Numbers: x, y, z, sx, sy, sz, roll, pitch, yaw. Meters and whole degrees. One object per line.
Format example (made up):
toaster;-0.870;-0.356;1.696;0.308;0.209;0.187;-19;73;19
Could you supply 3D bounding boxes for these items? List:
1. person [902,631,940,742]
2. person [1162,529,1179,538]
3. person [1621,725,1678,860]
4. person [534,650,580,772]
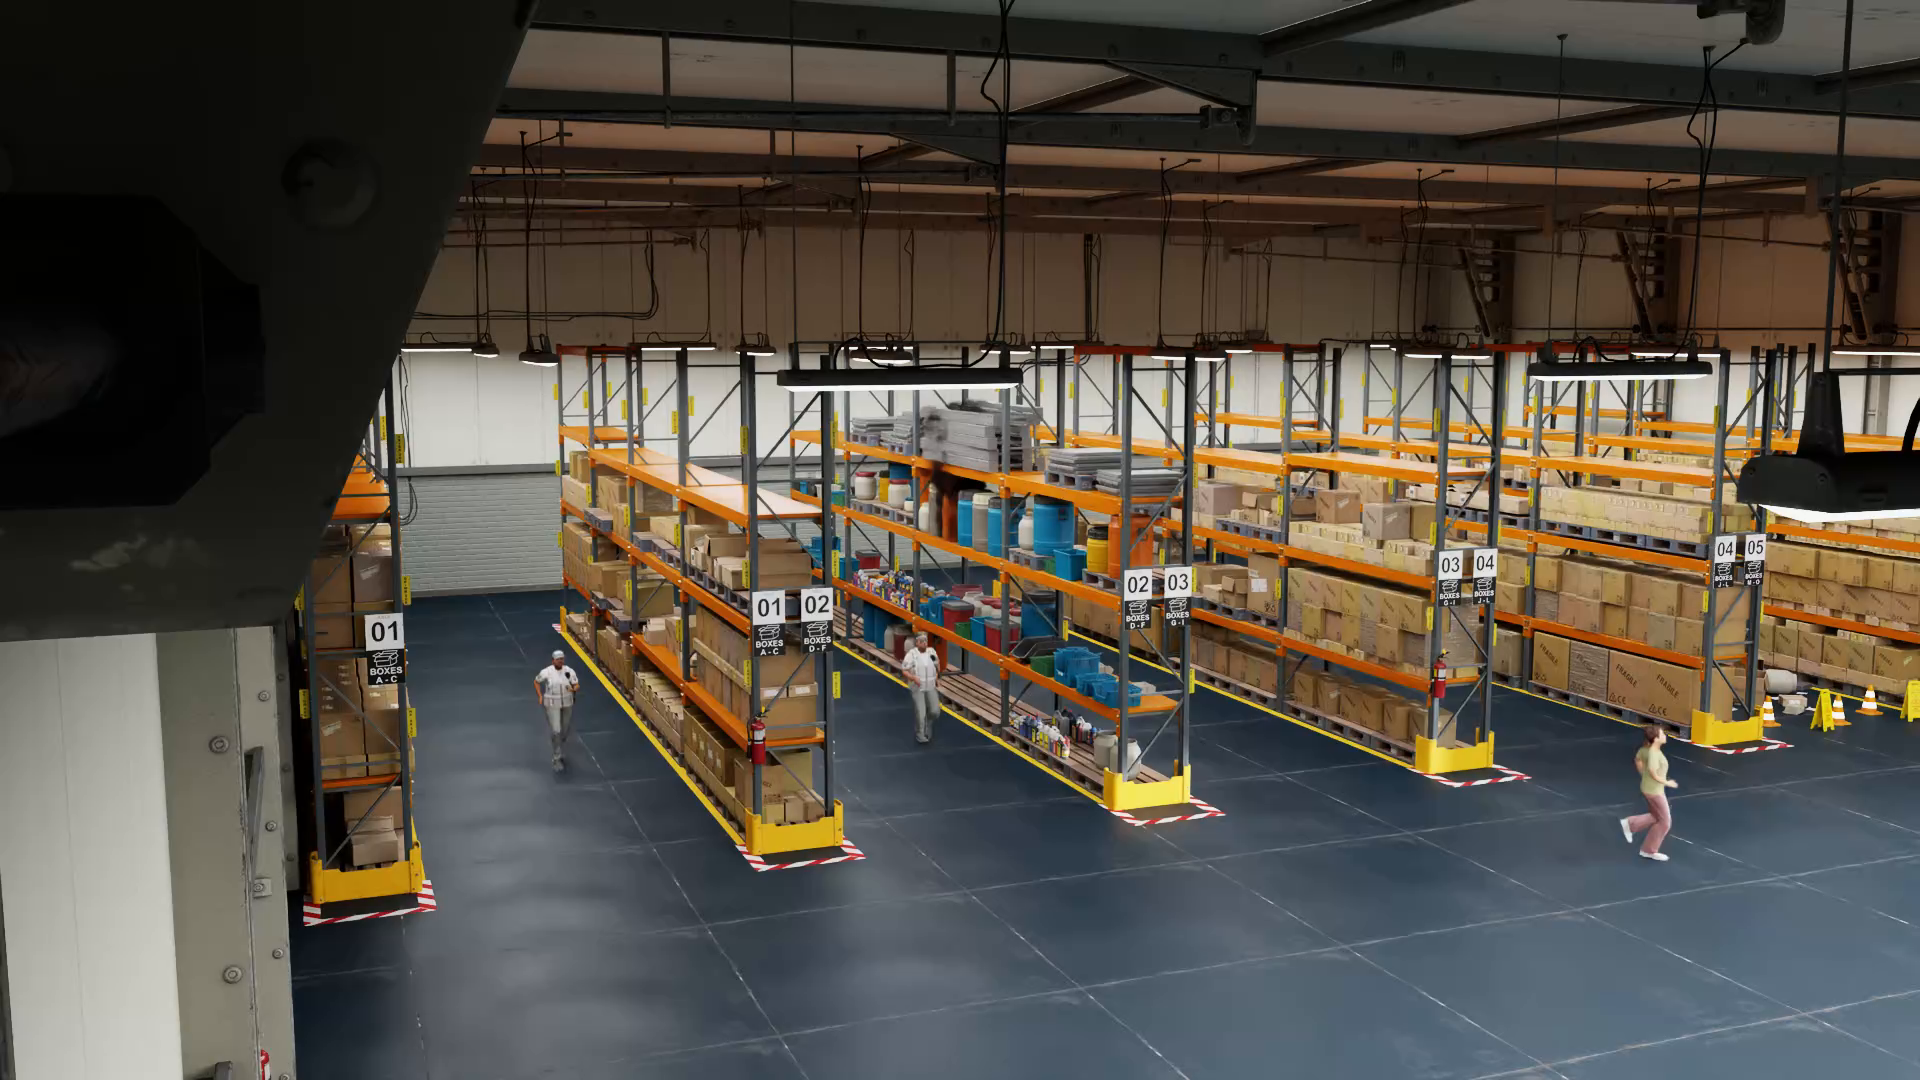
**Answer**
person;-0.546;2.243;25.394;0.638;1.737;0.586;-3;8;-20
person;5.141;0.226;41.350;0.697;1.695;0.830;-5;9;-32
person;8.254;3.014;19.904;0.579;1.634;0.610;1;7;10
person;-5.831;2.447;24.151;0.575;1.726;0.748;-5;9;-32
